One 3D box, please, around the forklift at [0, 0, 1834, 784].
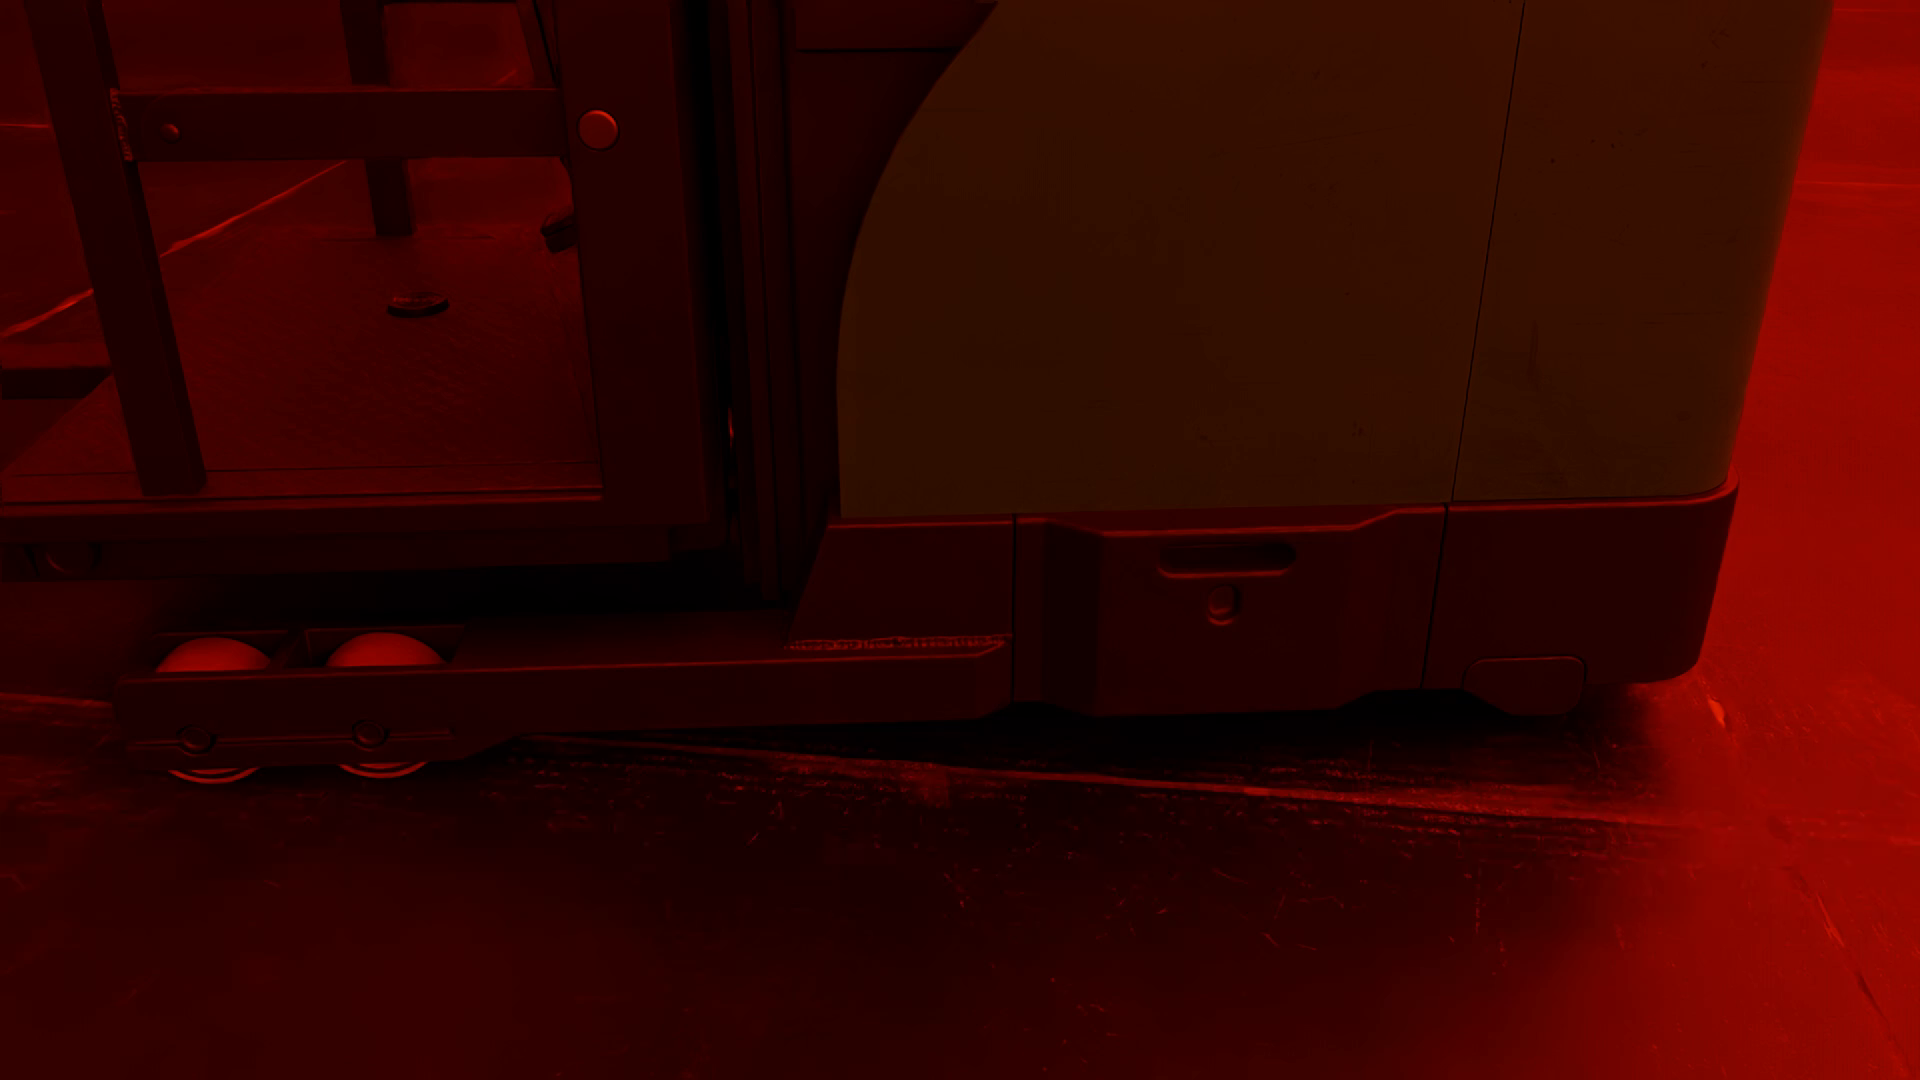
[{"bbox_3d":[-0.616,-1.272,1.766,3.031,2.935,1.130,-2,27,-3],"label":"forklift"}]
